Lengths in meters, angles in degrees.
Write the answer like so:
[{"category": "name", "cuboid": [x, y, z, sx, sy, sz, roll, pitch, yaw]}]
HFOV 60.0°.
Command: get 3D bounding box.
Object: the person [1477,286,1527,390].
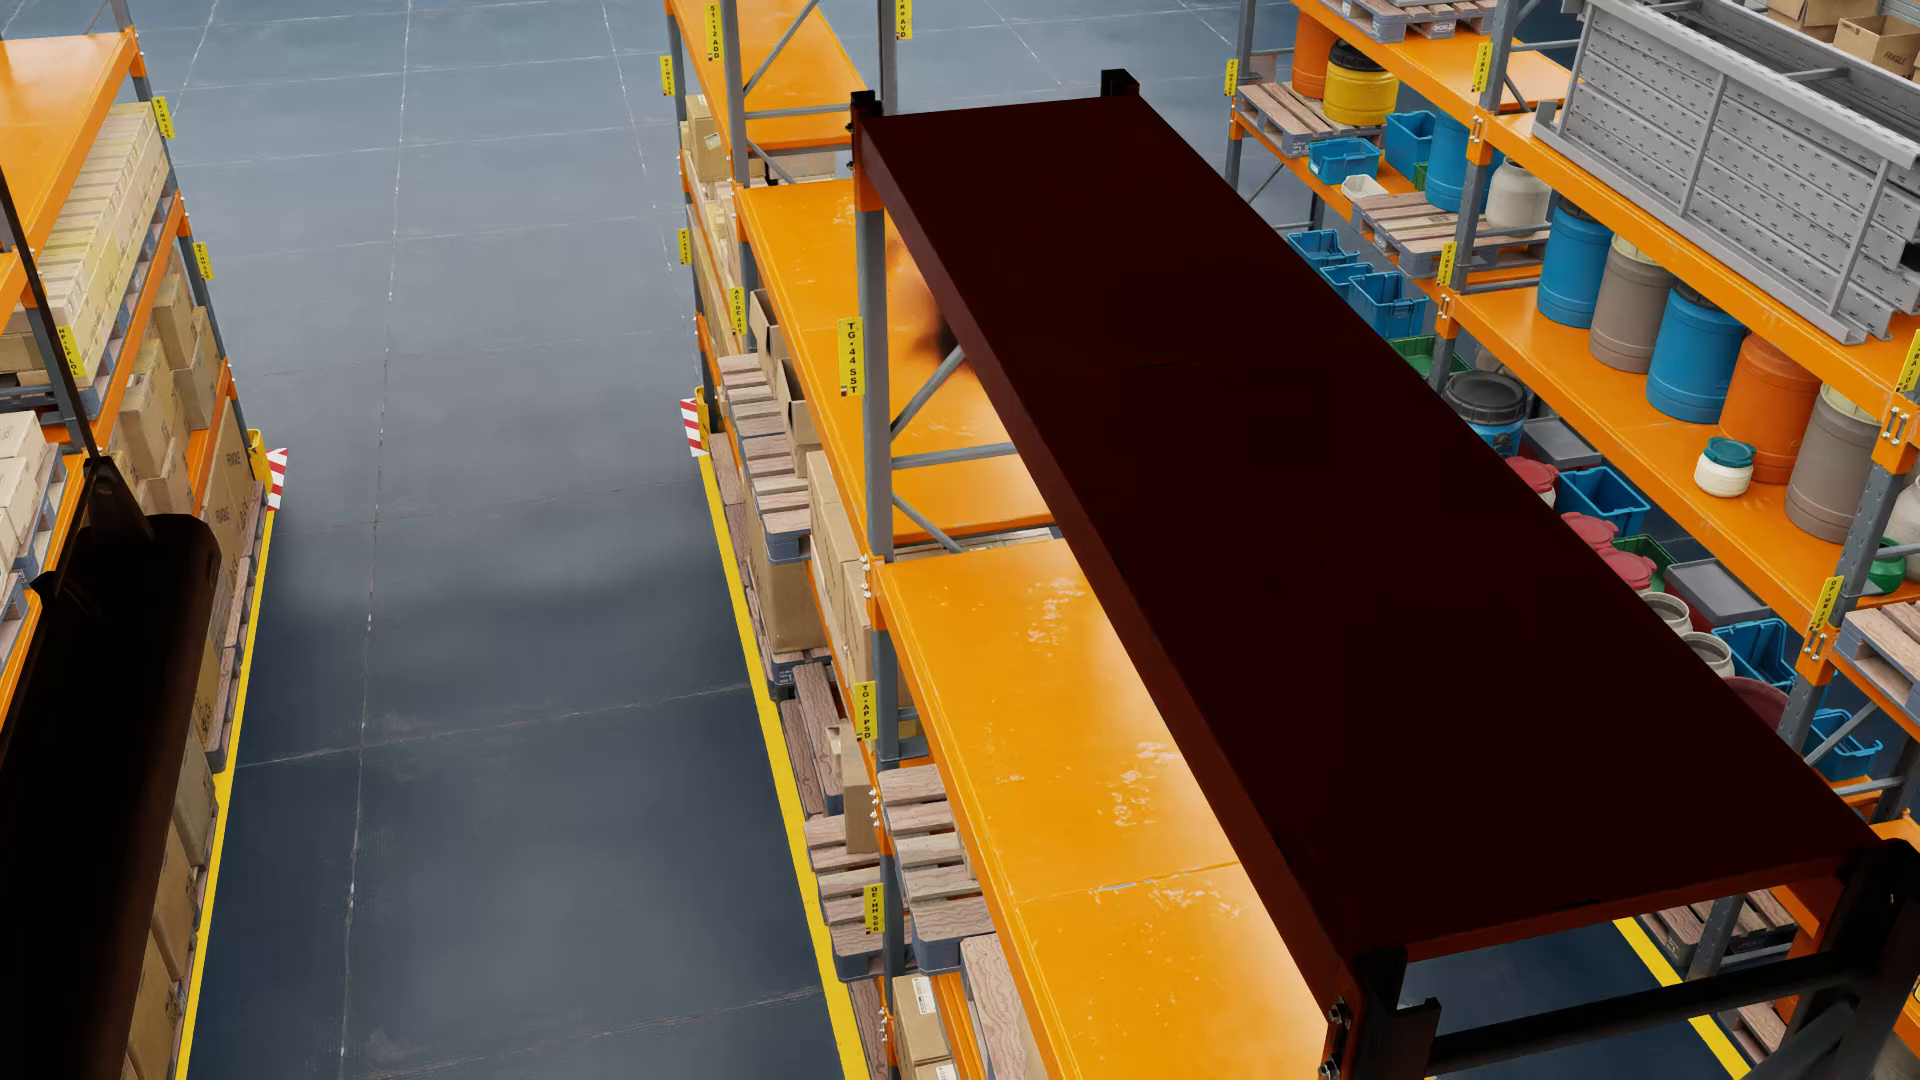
[{"category": "person", "cuboid": [5.070, -1.998, 15.667, 0.848, 1.539, 0.690, 22, 40, 29]}]
